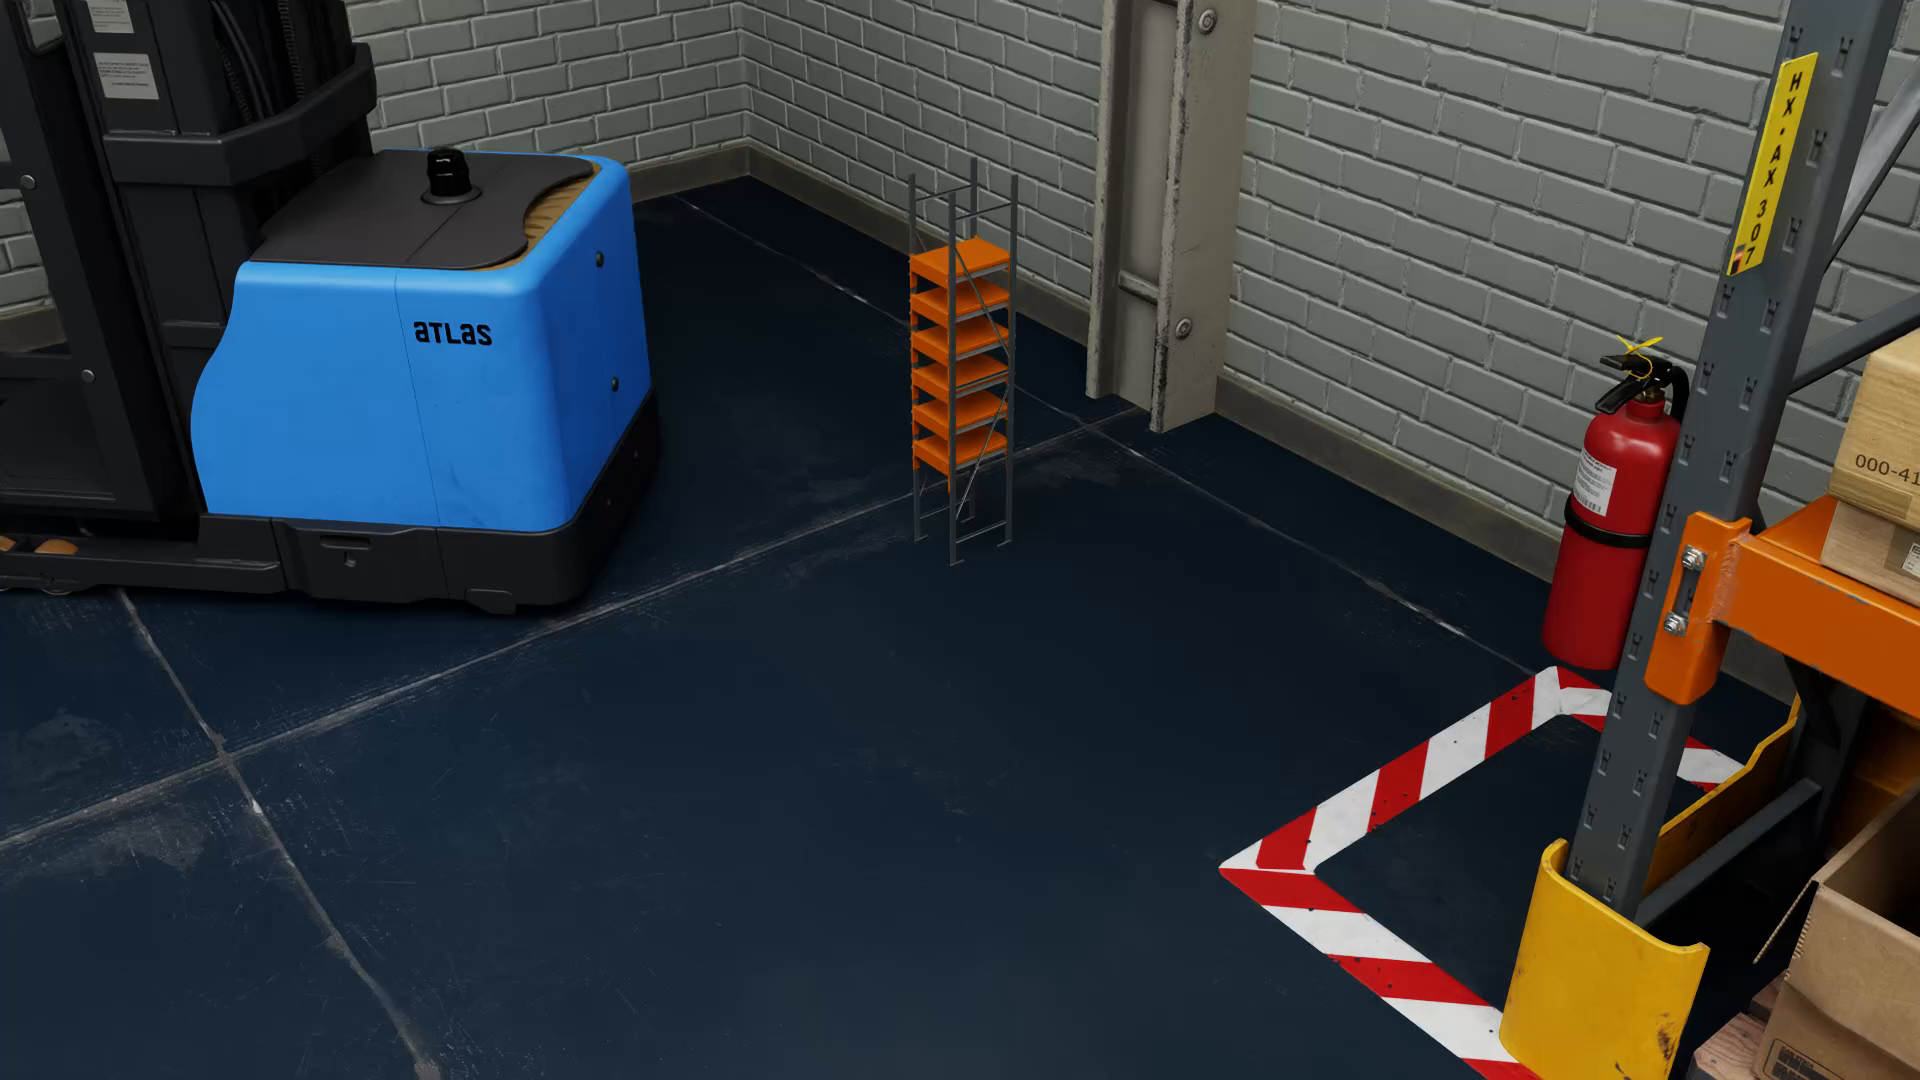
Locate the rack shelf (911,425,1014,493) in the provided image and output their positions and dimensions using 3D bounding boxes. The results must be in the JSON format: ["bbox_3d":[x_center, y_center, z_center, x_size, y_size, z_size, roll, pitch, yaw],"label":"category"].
[{"bbox_3d":[0.009,-0.262,5.074,0.258,0.103,0.180,-22,38,-31],"label":"rack shelf"}]

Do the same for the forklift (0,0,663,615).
[{"bbox_3d":[-2.556,-1.352,4.648,3.031,2.935,1.130,3,32,5],"label":"forklift"}]

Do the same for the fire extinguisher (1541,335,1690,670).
[{"bbox_3d":[1.186,-0.085,2.971,0.296,0.674,0.183,-22,38,-31],"label":"fire extinguisher"}]

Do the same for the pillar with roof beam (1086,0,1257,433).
[{"bbox_3d":[-2.700,-2.936,1.448,9.100,9.000,0.400,-22,38,-31],"label":"pillar with roof beam"}]

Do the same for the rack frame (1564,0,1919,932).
[{"bbox_3d":[1.642,-0.365,2.995,1.000,3.000,0.127,-22,38,-31],"label":"rack frame"}]

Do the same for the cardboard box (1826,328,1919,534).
[{"bbox_3d":[1.707,-0.151,2.511,0.500,0.250,0.500,-22,38,-31],"label":"cardboard box"}]

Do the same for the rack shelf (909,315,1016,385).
[{"bbox_3d":[0.009,-0.568,4.884,0.258,0.103,0.180,-22,38,-31],"label":"rack shelf"}]

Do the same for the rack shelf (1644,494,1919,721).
[{"bbox_3d":[2.868,0.774,1.842,1.077,0.370,4.000,-22,38,-31],"label":"rack shelf"}]

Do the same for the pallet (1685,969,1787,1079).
[{"bbox_3d":[2.178,1.183,3.145,1.003,0.211,1.213,-22,38,-31],"label":"pallet"}]

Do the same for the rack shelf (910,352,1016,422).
[{"bbox_3d":[0.009,-0.466,4.947,0.258,0.103,0.180,-22,38,-31],"label":"rack shelf"}]

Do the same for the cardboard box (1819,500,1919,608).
[{"bbox_3d":[1.627,-0.032,2.697,0.380,0.149,0.250,-23,38,-32],"label":"cardboard box"}]

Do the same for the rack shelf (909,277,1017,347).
[{"bbox_3d":[0.009,-0.670,4.821,0.258,0.103,0.180,-22,38,-31],"label":"rack shelf"}]

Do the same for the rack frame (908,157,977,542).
[{"bbox_3d":[-0.047,-0.542,4.985,0.240,1.200,0.006,-22,38,-31],"label":"rack frame"}]

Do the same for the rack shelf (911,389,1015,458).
[{"bbox_3d":[0.009,-0.364,5.010,0.258,0.103,0.180,-22,38,-31],"label":"rack shelf"}]

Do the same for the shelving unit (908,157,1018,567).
[{"bbox_3d":[0.009,-0.504,4.924,0.258,1.200,0.189,-22,38,-31],"label":"shelving unit"}]

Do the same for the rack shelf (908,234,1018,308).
[{"bbox_3d":[0.009,-0.772,4.757,0.258,0.103,0.180,-22,38,-31],"label":"rack shelf"}]

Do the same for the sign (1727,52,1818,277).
[{"bbox_3d":[1.213,-0.557,2.483,0.100,0.325,0.005,-22,38,-31],"label":"sign"}]

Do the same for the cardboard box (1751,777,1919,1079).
[{"bbox_3d":[1.942,0.803,3.083,0.797,0.503,0.637,-24,39,-33],"label":"cardboard box"}]

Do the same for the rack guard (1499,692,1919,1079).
[{"bbox_3d":[1.688,0.729,3.603,1.175,0.500,0.348,-22,38,-31],"label":"rack guard"}]

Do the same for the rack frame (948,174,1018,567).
[{"bbox_3d":[0.065,-0.466,4.862,0.240,1.200,0.006,-22,38,-31],"label":"rack frame"}]
